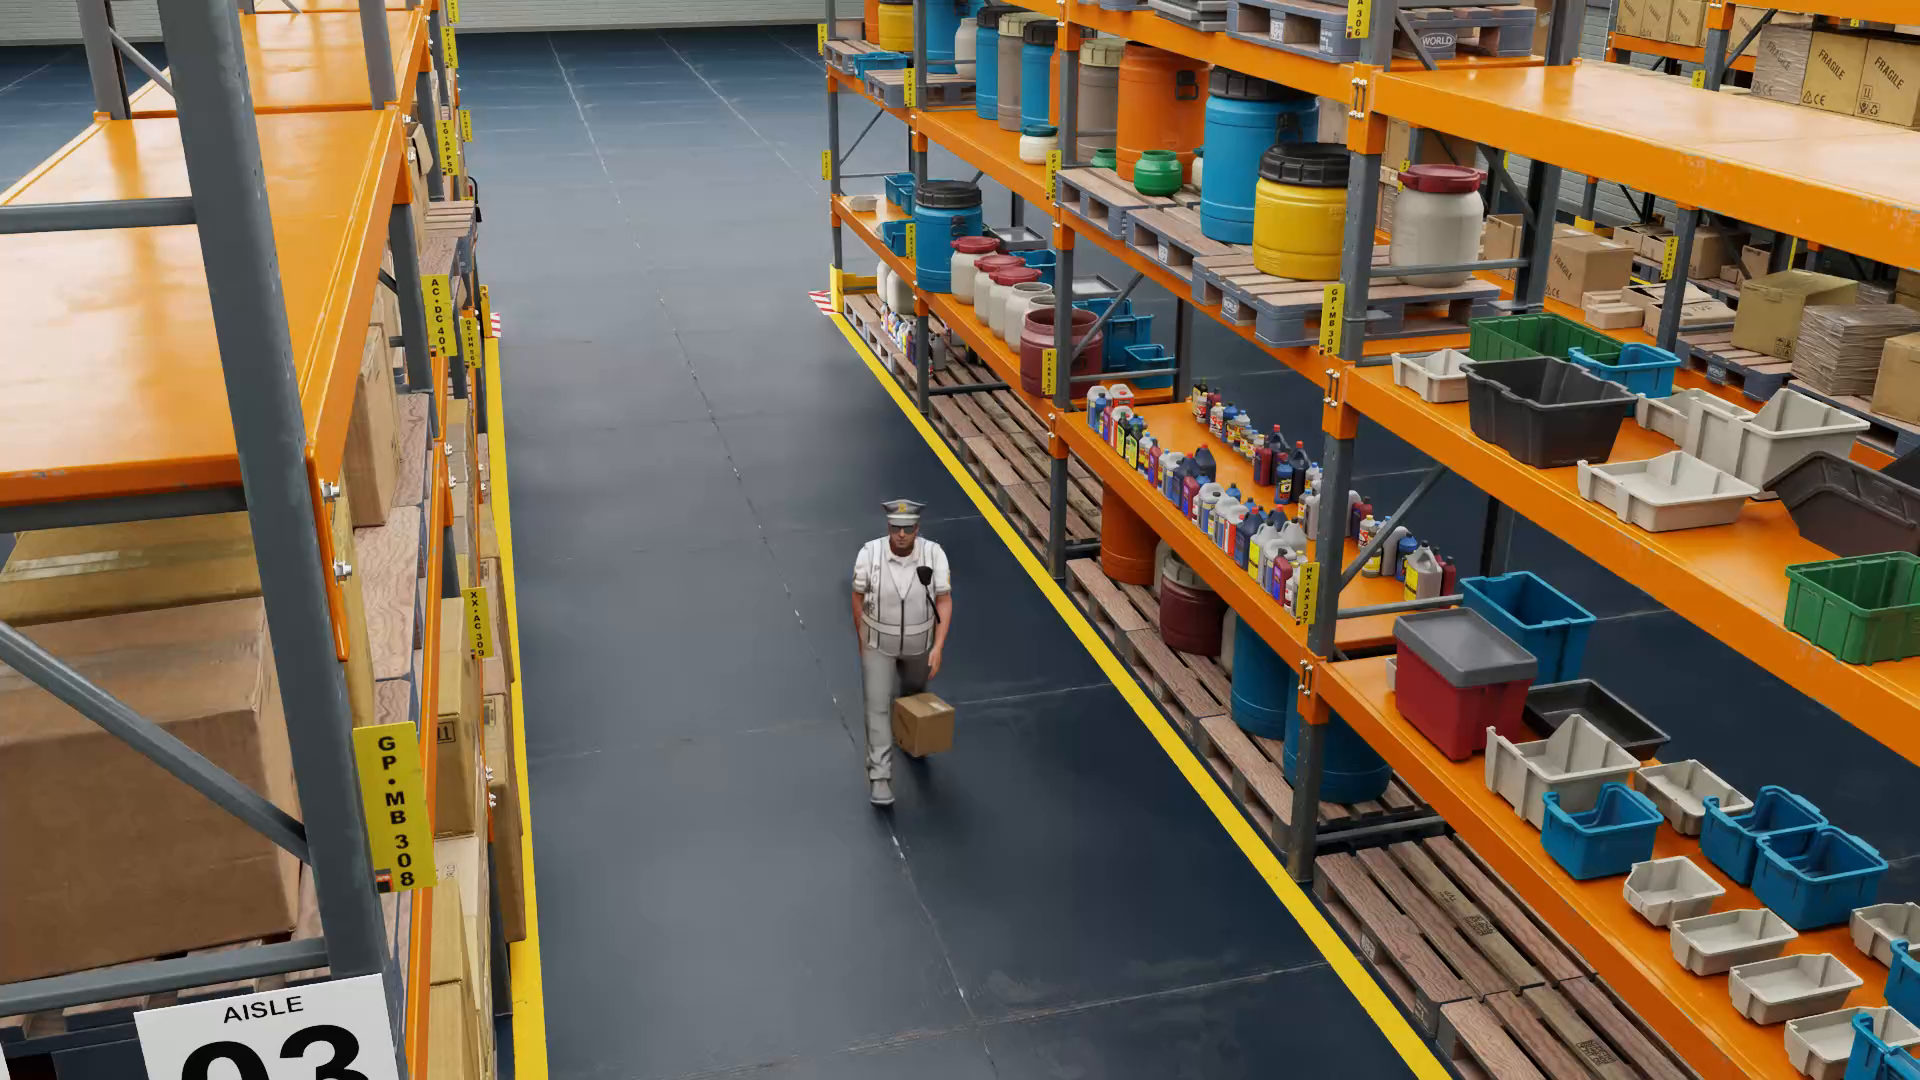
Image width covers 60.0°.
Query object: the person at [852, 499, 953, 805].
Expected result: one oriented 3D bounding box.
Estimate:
[{"bbox_3d":[-0.316,0.562,9.299,0.549,1.716,1.011,-4,23,-8],"label":"person"}]
